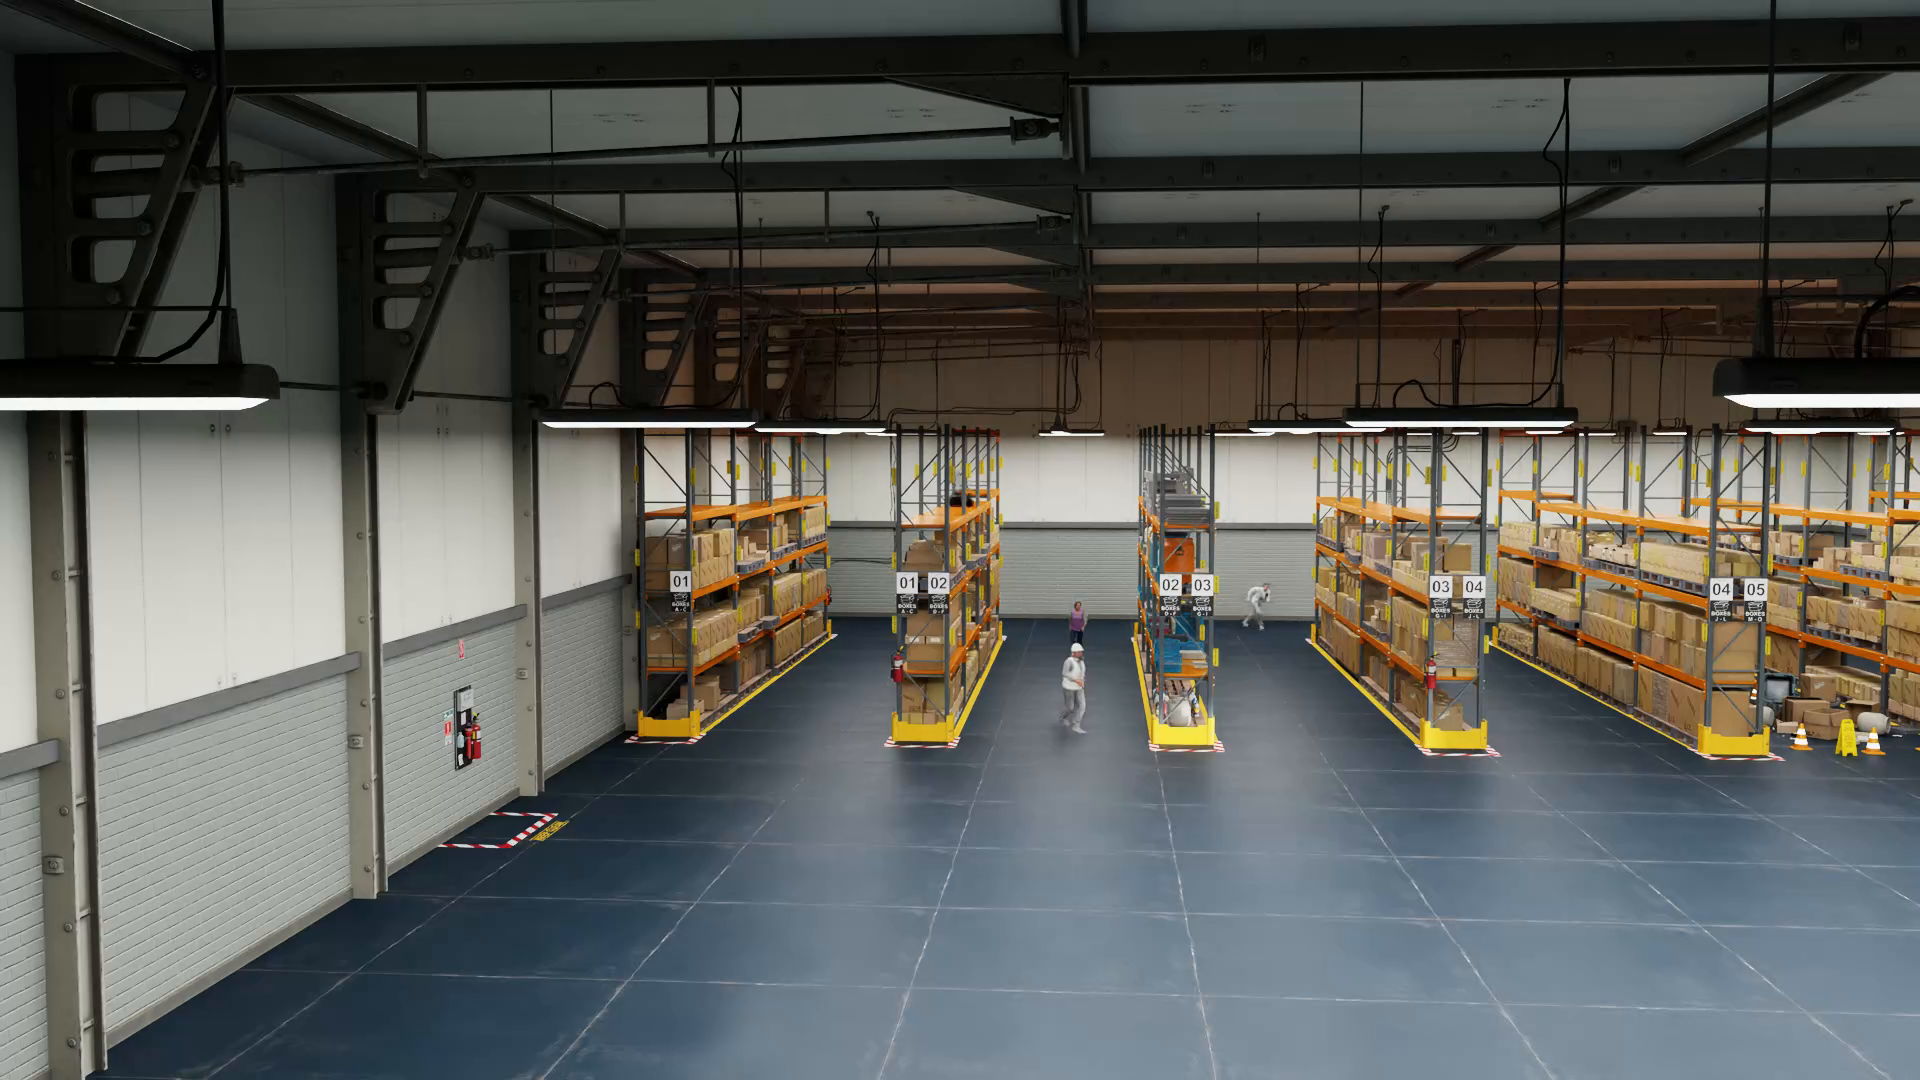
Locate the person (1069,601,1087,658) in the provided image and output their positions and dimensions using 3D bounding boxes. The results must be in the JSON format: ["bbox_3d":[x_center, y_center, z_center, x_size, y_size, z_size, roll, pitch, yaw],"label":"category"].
[{"bbox_3d":[3.034,2.350,42.892,0.519,1.507,0.760,1,4,9],"label":"person"}]

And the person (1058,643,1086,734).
[{"bbox_3d":[2.148,2.873,32.476,0.632,1.755,0.814,-3,4,-36],"label":"person"}]

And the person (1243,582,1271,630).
[{"bbox_3d":[8.944,1.968,50.105,0.578,1.464,1.086,-2,4,-27],"label":"person"}]
